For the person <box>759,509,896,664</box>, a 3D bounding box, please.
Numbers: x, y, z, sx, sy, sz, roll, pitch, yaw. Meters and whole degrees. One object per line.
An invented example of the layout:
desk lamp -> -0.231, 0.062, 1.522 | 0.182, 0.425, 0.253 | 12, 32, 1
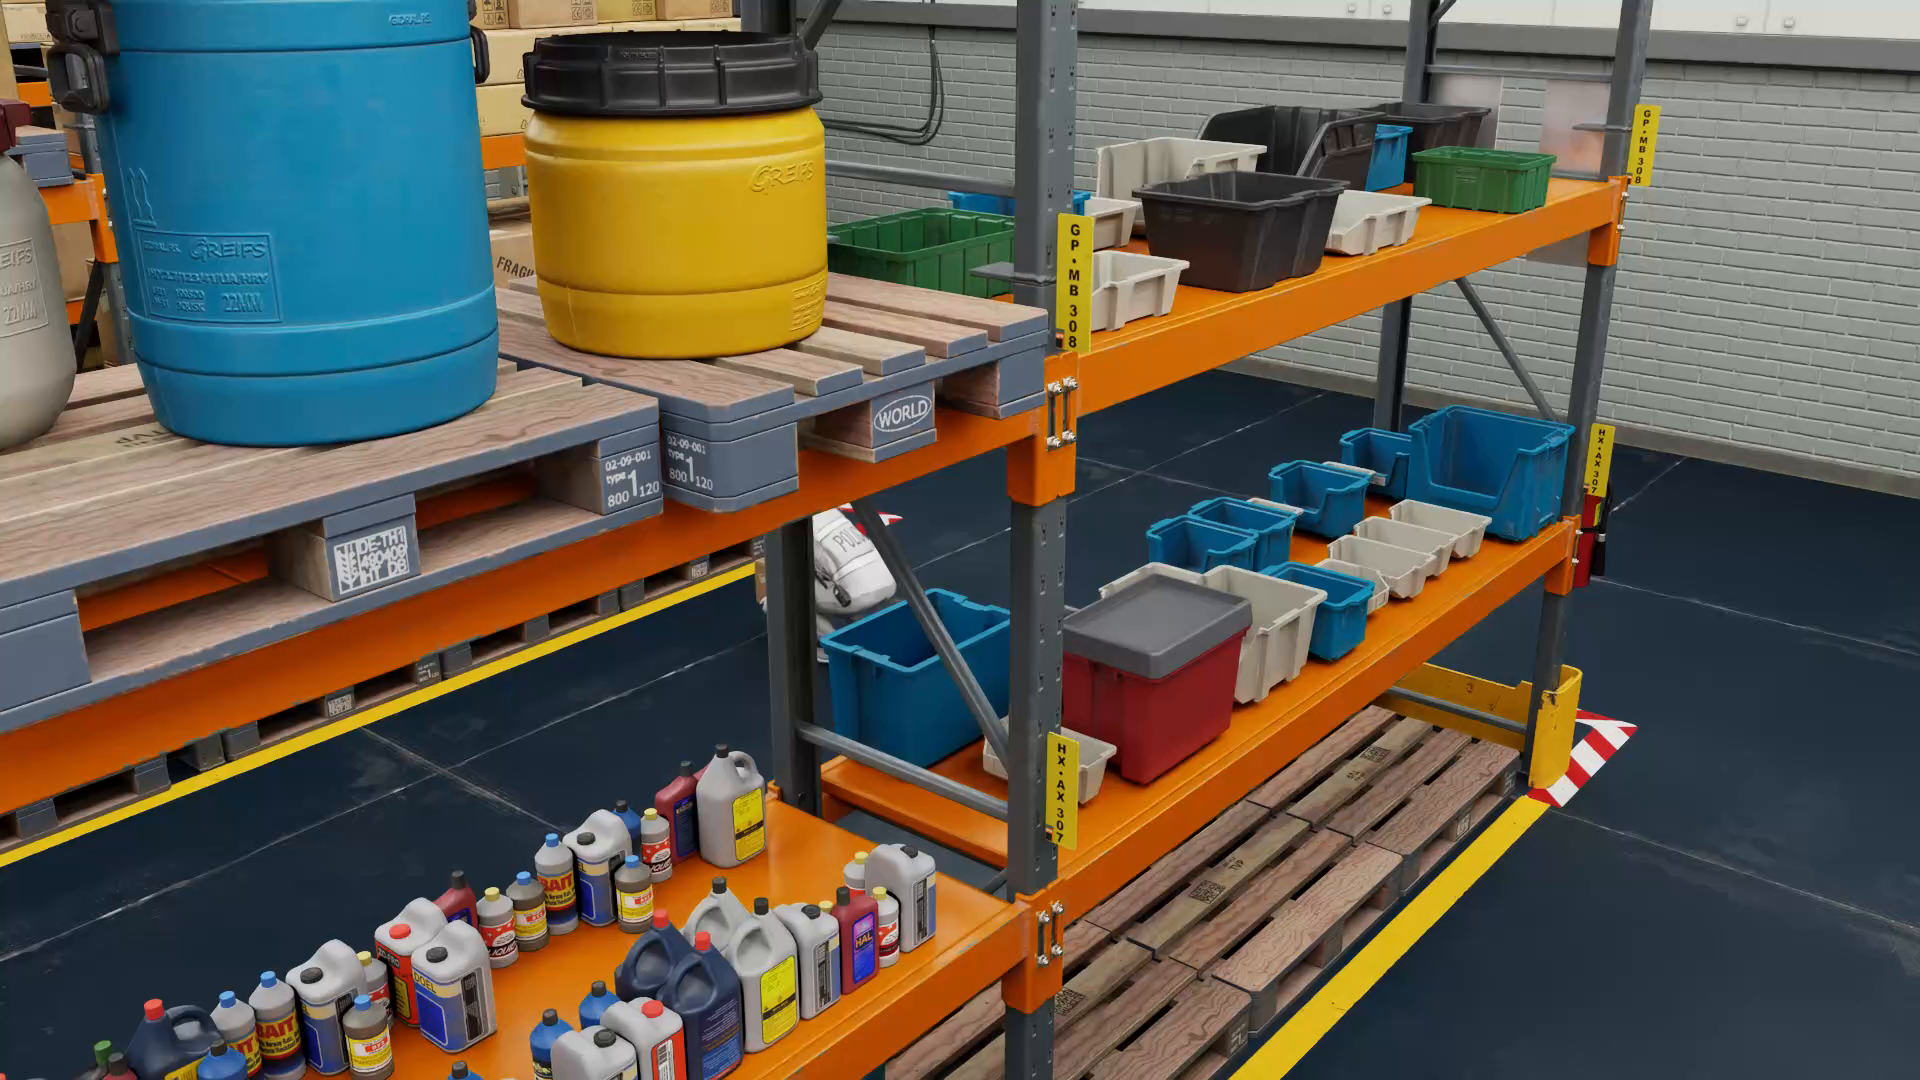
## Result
person -> -0.729, 0.169, 9.143 | 0.823, 0.964, 0.496 | 16, 26, 36
